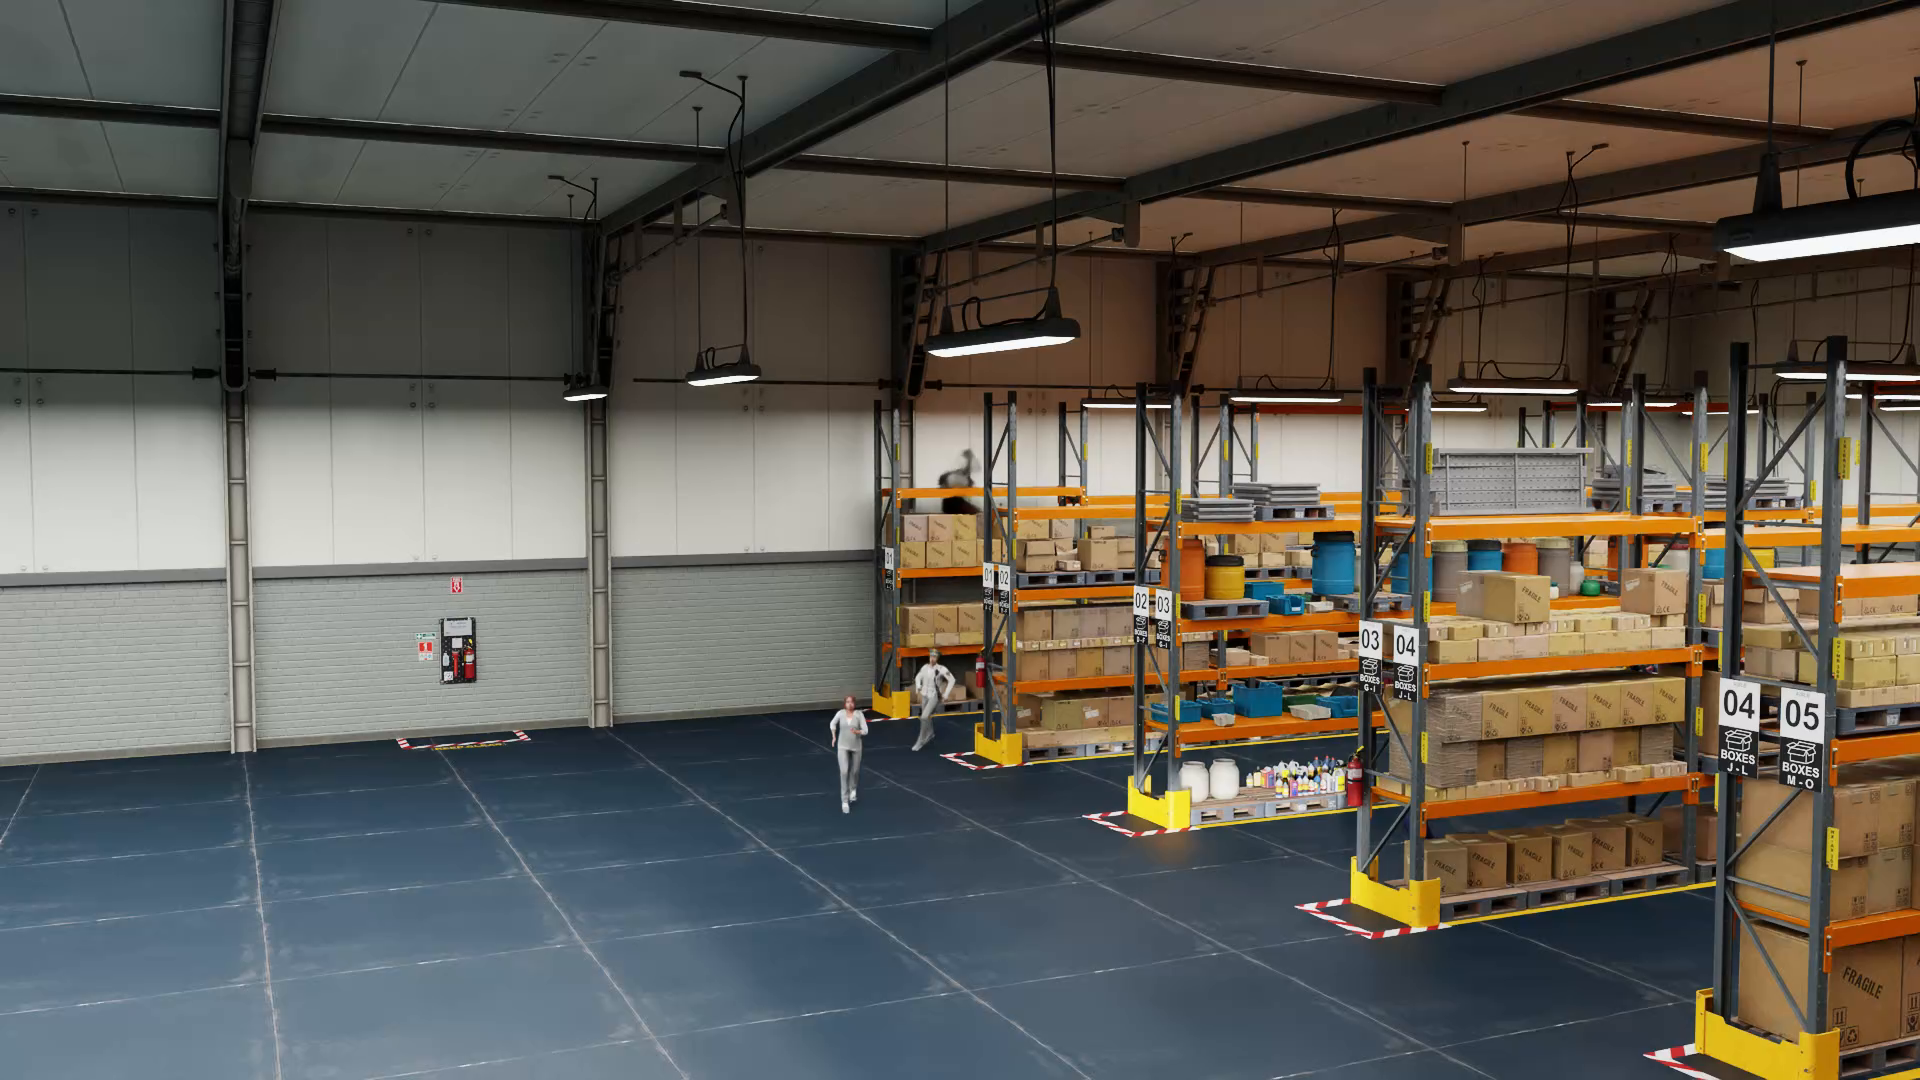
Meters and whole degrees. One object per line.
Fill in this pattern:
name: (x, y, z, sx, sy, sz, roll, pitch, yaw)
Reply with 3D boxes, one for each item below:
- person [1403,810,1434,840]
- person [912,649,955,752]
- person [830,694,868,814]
person: (5.605, 3.166, 20.411, 0.733, 1.696, 0.568, -1, 4, -23)
person: (-0.472, 2.668, 28.006, 0.677, 1.708, 0.753, 2, 4, 34)
person: (-1.564, 2.980, 23.519, 0.519, 1.626, 0.797, 0, 3, -7)
